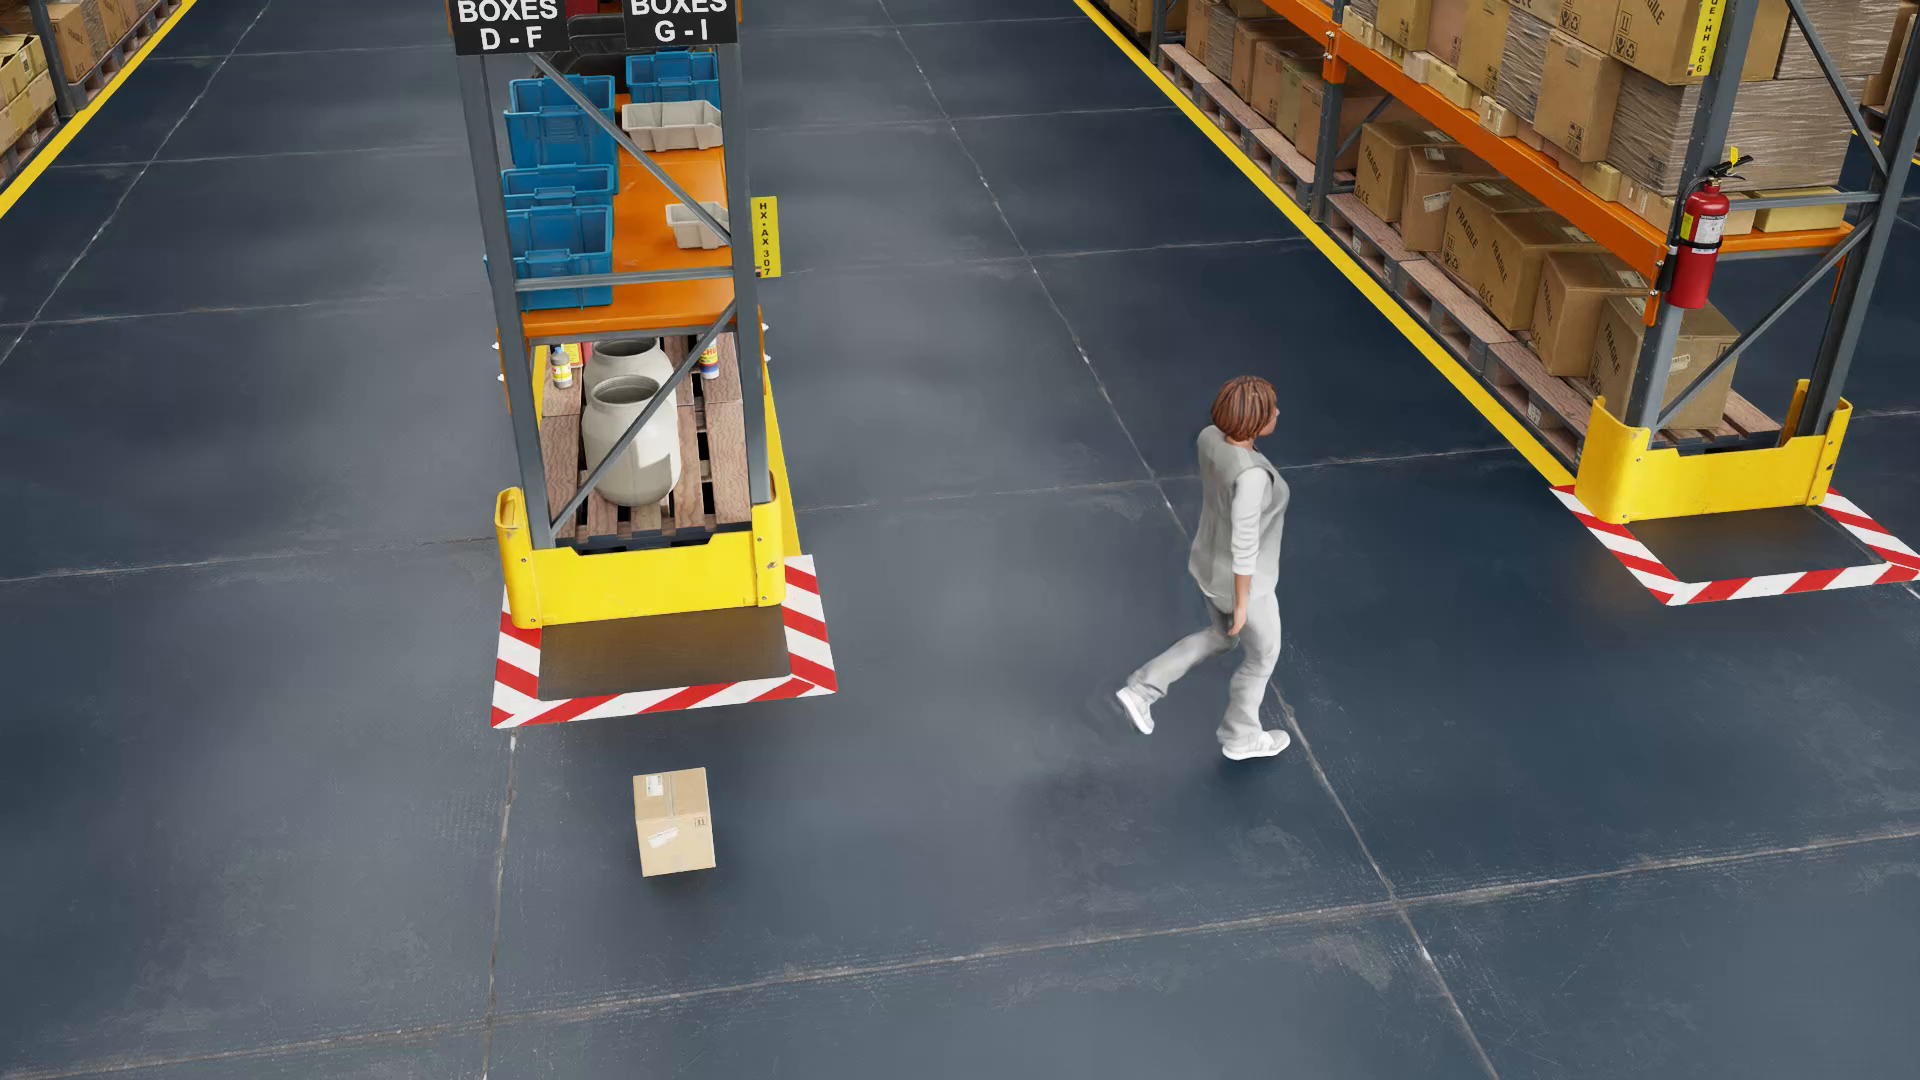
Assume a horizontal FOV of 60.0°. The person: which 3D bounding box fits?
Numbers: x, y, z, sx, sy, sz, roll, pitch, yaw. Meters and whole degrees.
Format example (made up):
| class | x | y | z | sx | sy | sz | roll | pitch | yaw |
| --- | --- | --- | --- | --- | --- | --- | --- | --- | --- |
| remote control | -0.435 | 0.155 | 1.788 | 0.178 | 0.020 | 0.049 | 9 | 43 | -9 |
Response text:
| class | x | y | z | sx | sy | sz | roll | pitch | yaw |
| --- | --- | --- | --- | --- | --- | --- | --- | --- | --- |
| person | 0.921 | 0.134 | 5.882 | 0.667 | 1.578 | 0.415 | -9 | 32 | -15 |
